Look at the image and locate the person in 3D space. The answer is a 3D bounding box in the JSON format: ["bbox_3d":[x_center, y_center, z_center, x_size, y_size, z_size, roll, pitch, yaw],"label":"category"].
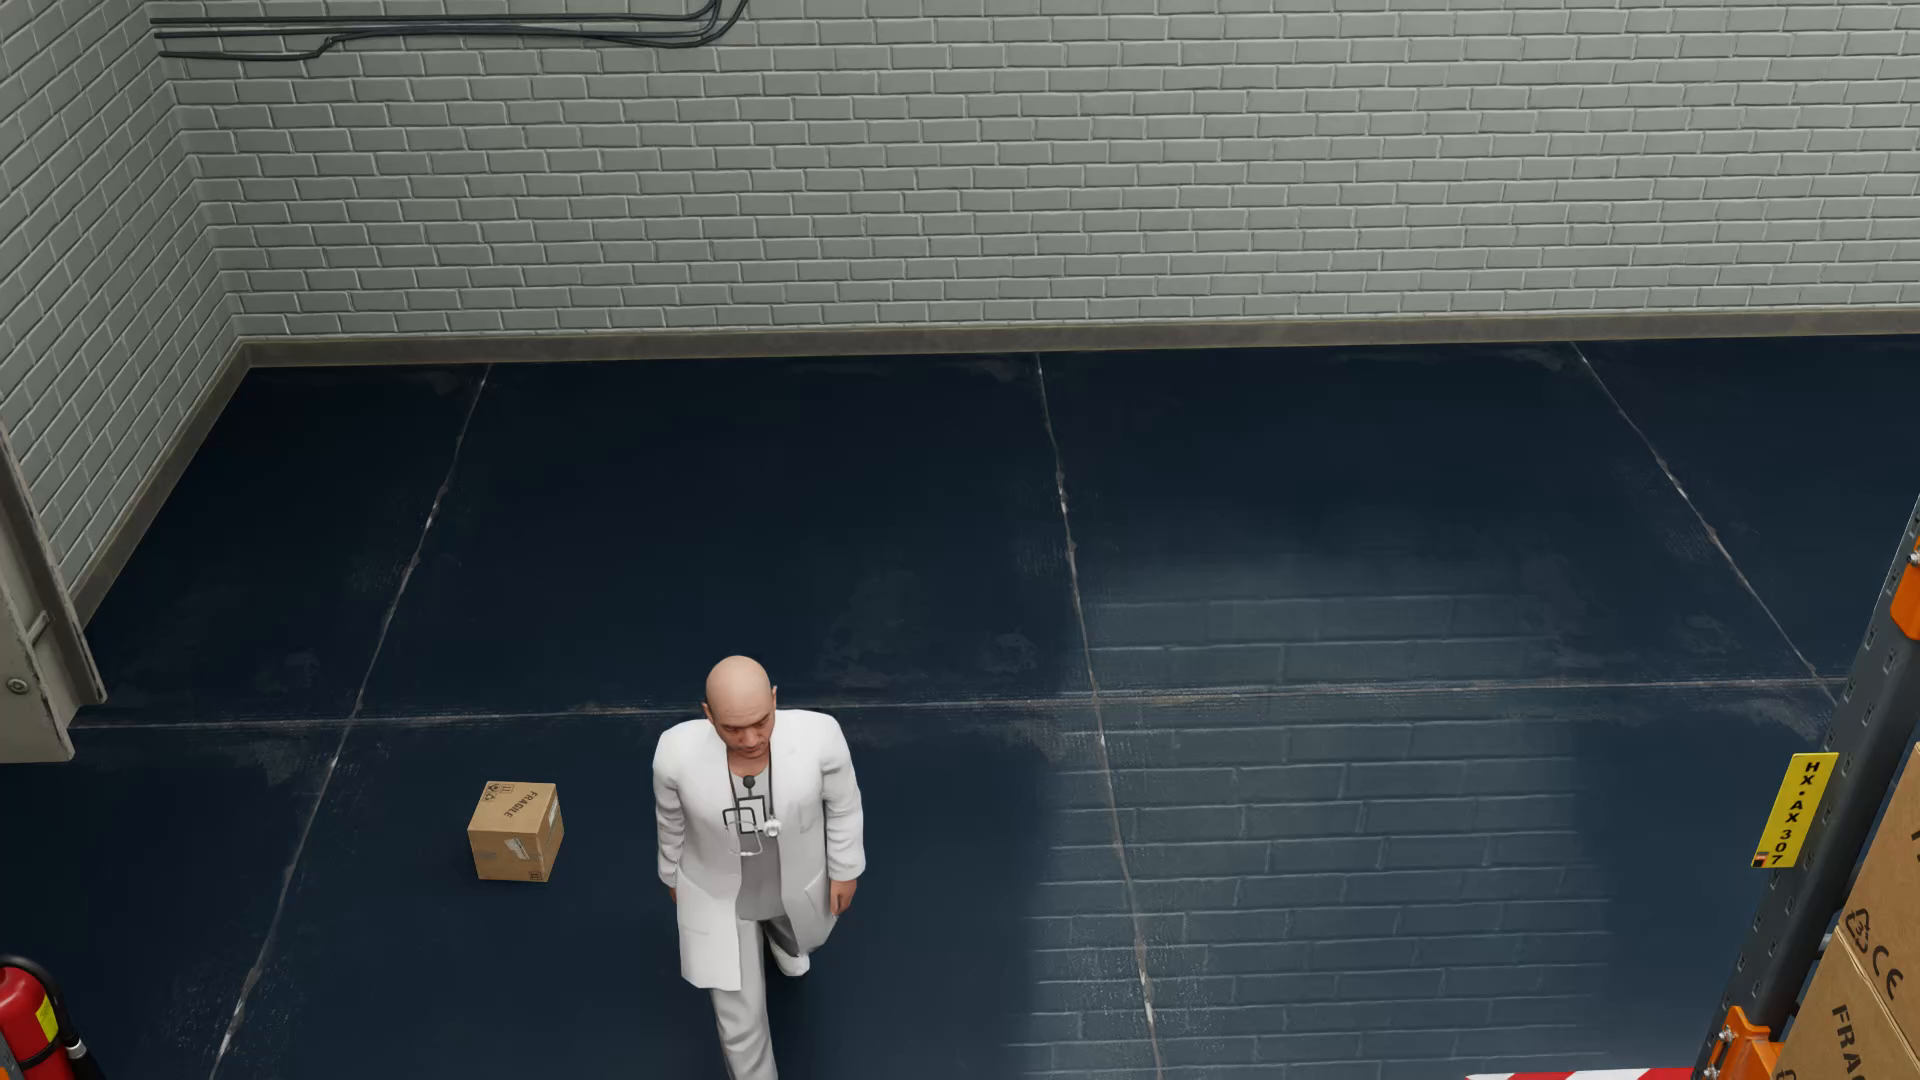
[{"bbox_3d":[-0.577,0.937,4.828,0.589,1.725,1.127,-8,36,-12],"label":"person"}]
